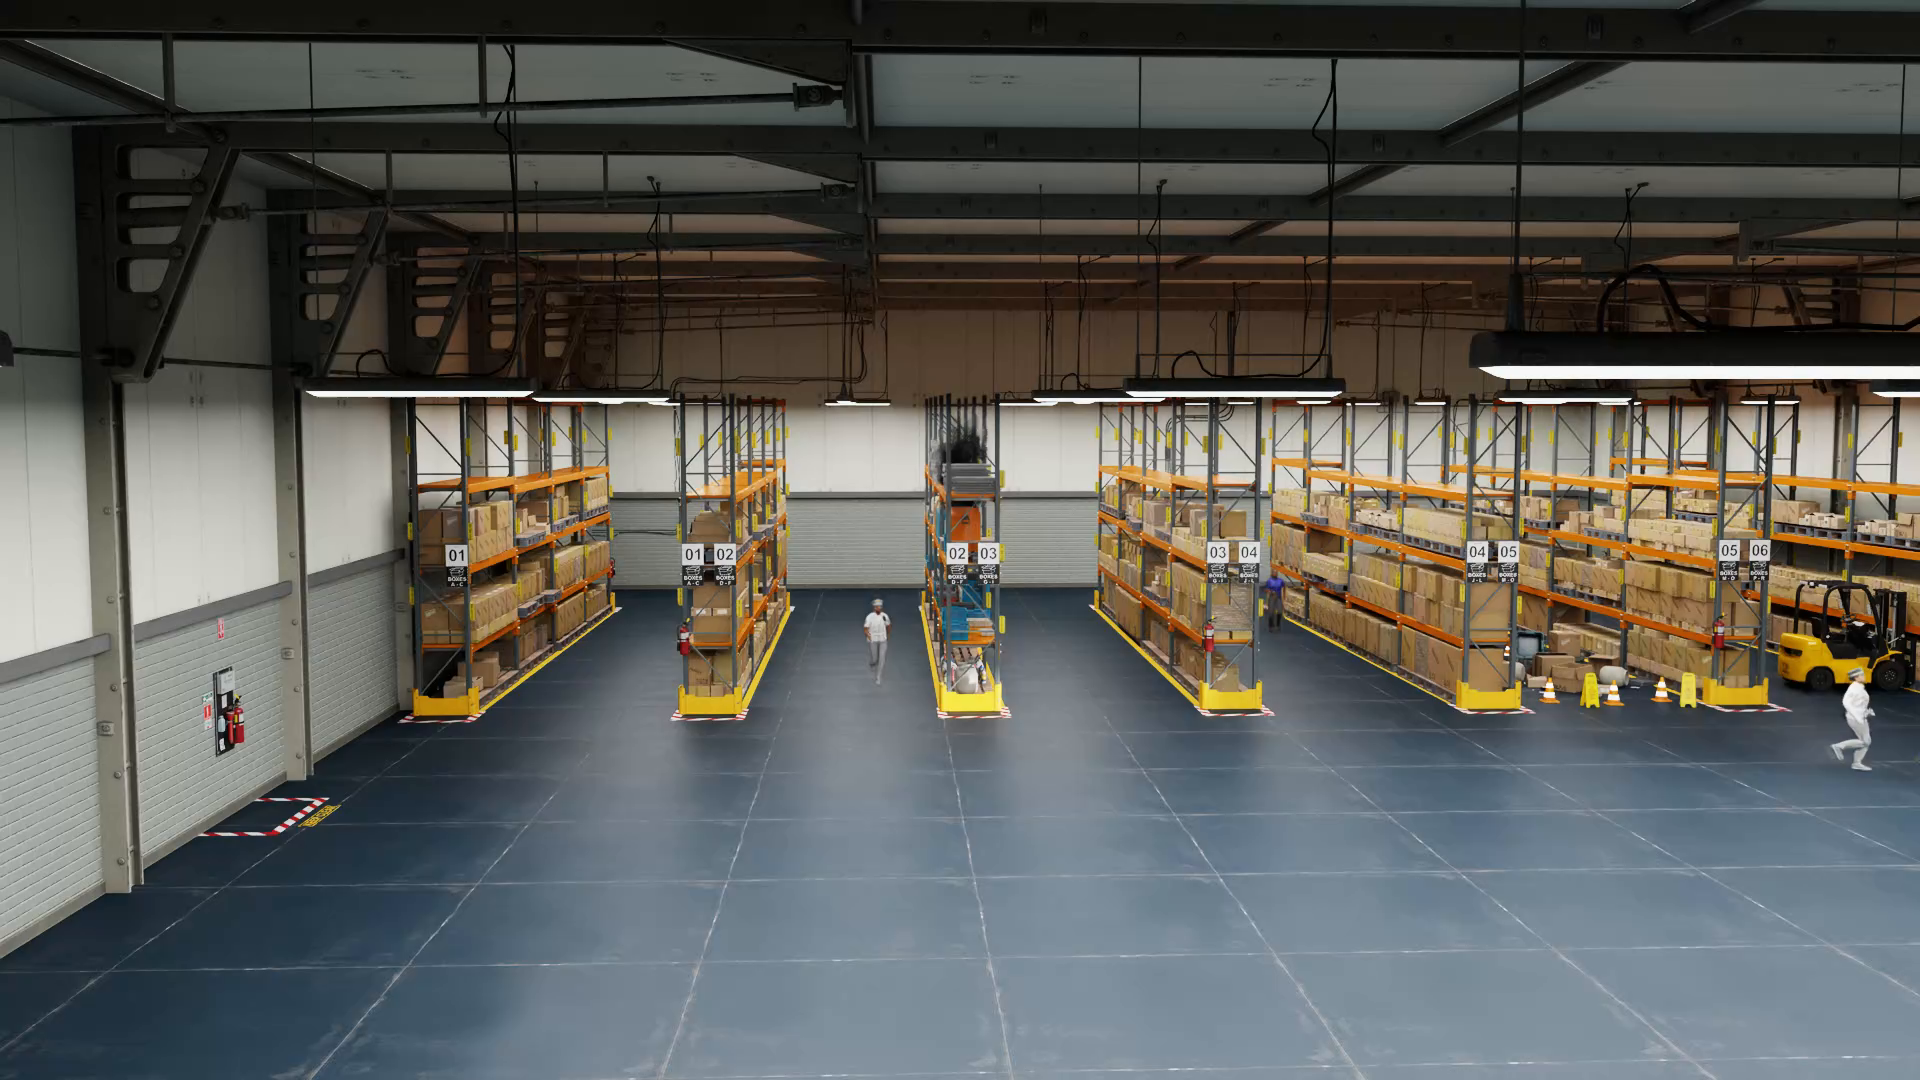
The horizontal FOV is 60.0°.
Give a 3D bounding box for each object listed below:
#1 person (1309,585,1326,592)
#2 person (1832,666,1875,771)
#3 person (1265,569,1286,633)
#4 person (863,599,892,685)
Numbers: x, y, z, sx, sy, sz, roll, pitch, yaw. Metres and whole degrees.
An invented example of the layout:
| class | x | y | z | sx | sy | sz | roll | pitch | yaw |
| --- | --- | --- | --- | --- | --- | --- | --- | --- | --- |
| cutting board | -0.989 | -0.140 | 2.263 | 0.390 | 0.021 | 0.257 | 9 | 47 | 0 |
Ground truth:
| class | x | y | z | sx | sy | sz | roll | pitch | yaw |
| --- | --- | --- | --- | --- | --- | --- | --- | --- | --- |
| person | 10.617 | 1.018 | 49.036 | 0.834 | 1.730 | 0.638 | -1 | 5 | -10 |
| person | 14.175 | 2.815 | 26.362 | 0.567 | 1.651 | 0.629 | 3 | 6 | 36 |
| person | 8.052 | 1.554 | 42.376 | 0.549 | 1.649 | 0.699 | 0 | 5 | 4 |
| person | -1.622 | 1.996 | 32.933 | 0.577 | 1.672 | 0.737 | -1 | 5 | -13 |
